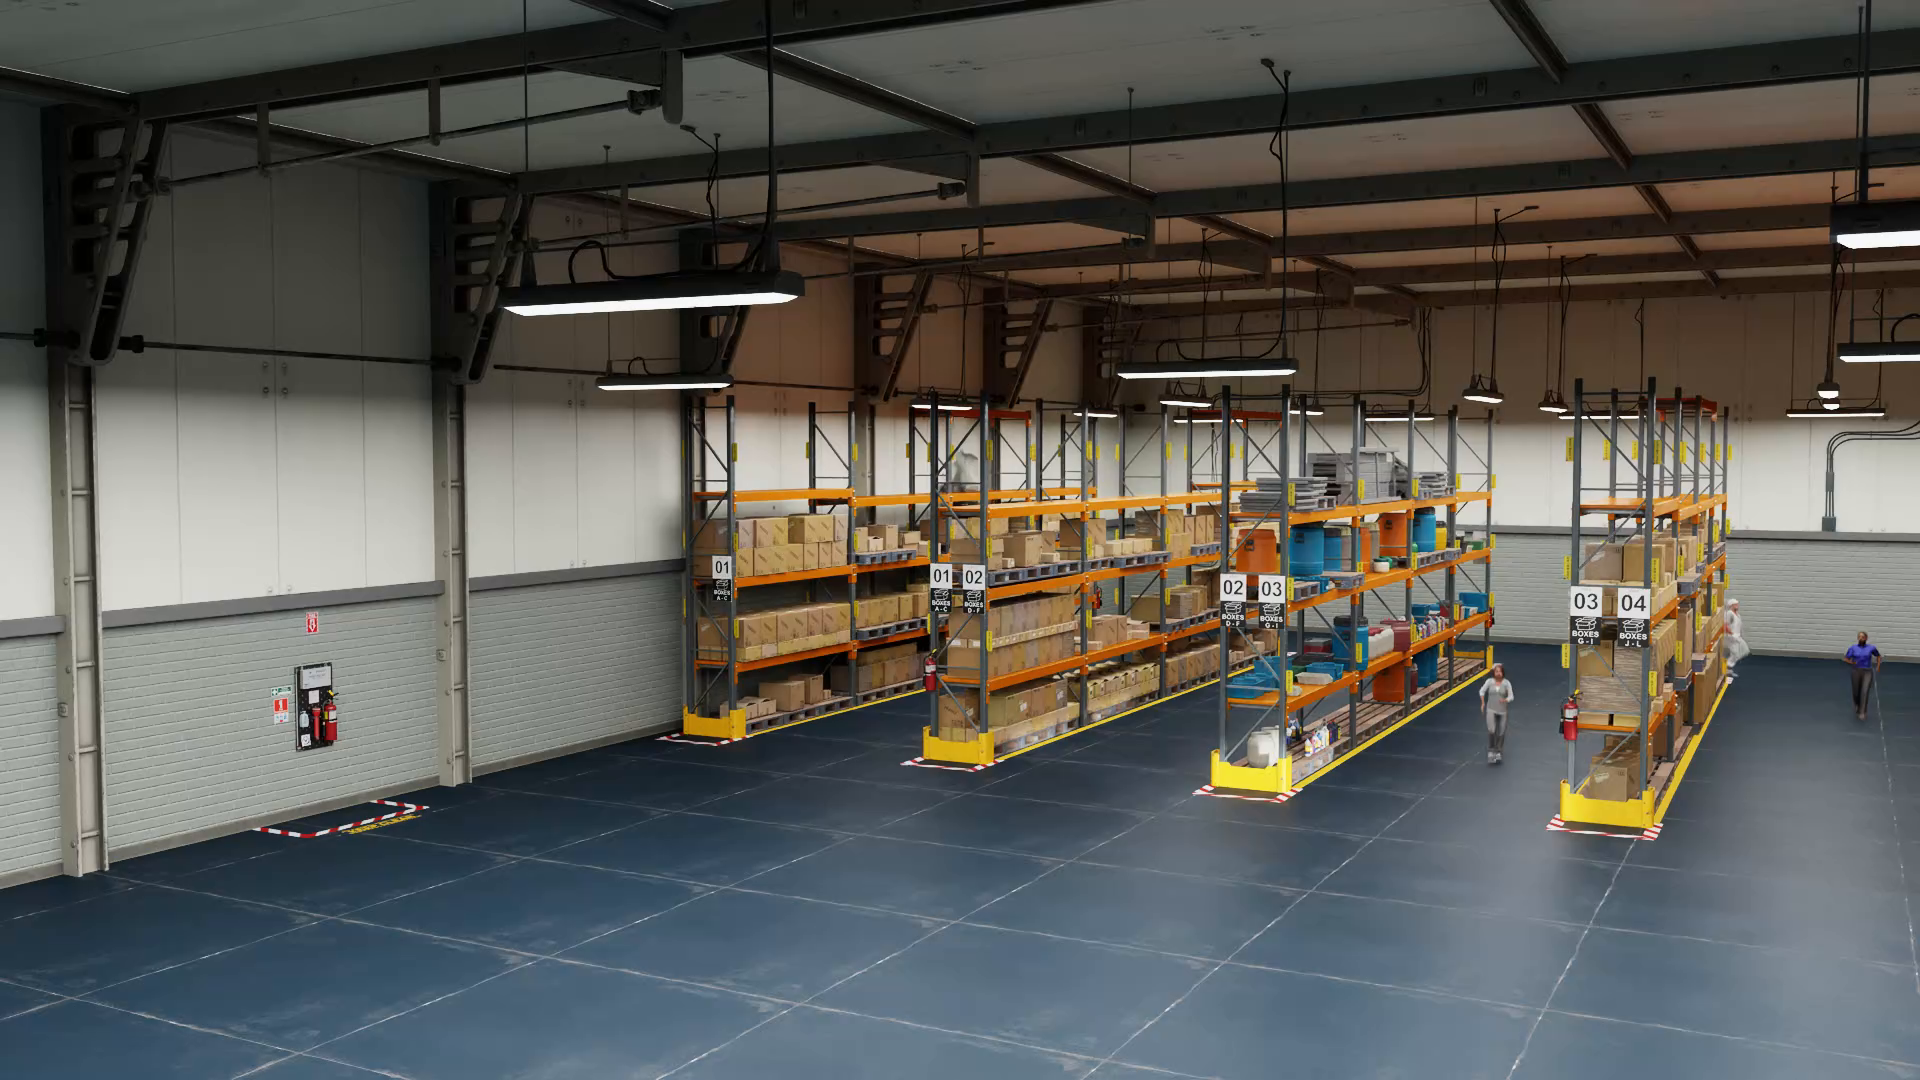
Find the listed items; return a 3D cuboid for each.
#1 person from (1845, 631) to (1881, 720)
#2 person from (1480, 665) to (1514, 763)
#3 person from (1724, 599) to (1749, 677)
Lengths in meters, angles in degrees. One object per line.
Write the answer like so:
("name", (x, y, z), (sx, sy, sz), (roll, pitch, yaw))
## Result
("person", (16.887, 2.515, 31.125), (0.594, 1.598, 1.044), (2, 4, 32))
("person", (8.618, 2.793, 26.706), (0.508, 1.587, 0.657), (1, 3, 14))
("person", (17.302, 2.182, 37.073), (0.514, 1.747, 0.688), (3, 4, 41))
